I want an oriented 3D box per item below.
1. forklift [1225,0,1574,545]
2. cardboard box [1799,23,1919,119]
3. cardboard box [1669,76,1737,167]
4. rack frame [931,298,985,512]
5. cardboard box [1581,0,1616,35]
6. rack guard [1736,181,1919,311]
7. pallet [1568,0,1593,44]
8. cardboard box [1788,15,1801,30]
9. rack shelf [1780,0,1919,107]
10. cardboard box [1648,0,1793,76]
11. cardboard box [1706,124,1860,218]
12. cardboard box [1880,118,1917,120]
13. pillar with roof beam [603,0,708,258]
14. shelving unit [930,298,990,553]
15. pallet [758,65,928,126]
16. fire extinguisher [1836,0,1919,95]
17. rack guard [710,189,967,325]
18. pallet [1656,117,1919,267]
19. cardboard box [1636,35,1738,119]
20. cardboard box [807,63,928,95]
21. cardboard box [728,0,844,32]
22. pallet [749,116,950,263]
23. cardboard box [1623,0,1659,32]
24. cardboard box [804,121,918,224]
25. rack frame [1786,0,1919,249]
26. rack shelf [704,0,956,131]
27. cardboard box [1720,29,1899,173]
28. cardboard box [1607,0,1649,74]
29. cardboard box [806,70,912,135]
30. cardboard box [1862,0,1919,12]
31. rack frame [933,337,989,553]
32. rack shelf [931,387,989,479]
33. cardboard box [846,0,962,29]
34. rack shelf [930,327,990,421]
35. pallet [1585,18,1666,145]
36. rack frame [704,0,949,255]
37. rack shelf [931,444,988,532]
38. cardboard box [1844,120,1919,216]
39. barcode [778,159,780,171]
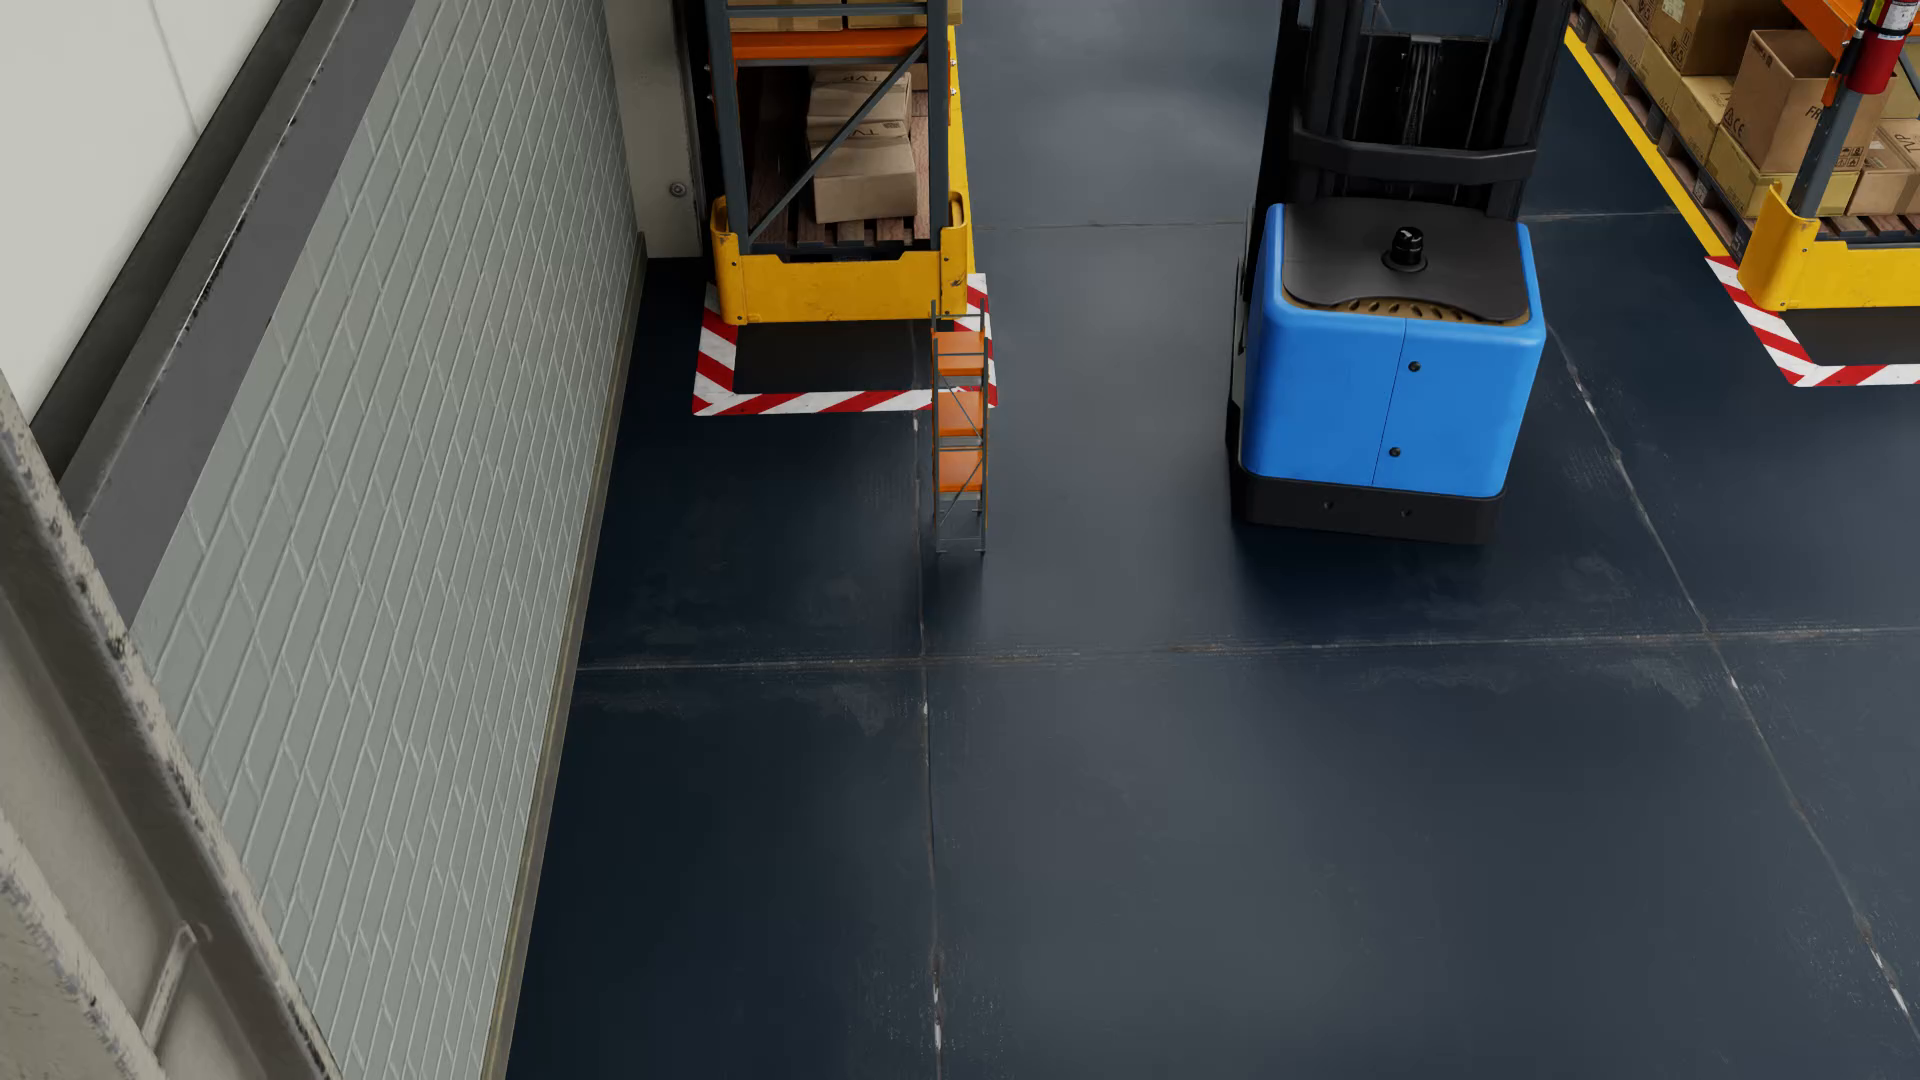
[{"bbox_3d":[1.846,-2.060,6.829,1.130,2.935,3.031,6,43,7],"label":"forklift"},{"bbox_3d":[4.572,-2.470,8.394,0.500,0.500,0.500,-2,43,-2],"label":"cardboard box"},{"bbox_3d":[4.045,-2.179,8.631,0.500,0.250,0.500,-2,43,-2],"label":"cardboard box"},{"bbox_3d":[-0.007,-0.506,6.525,0.200,1.050,0.008,-2,43,-2],"label":"rack frame"},{"bbox_3d":[3.975,-3.191,9.736,0.500,0.250,0.500,-2,43,-2],"label":"cardboard box"},{"bbox_3d":[4.397,-1.409,7.917,1.175,0.500,0.348,-2,43,-2],"label":"rack guard"},{"bbox_3d":[4.218,-3.481,10.392,1.003,0.211,1.213,-2,43,-2],"label":"pallet"},{"bbox_3d":[4.538,-2.807,8.762,0.500,0.500,0.500,-2,43,-2],"label":"cardboard box"},{"bbox_3d":[4.311,-3.432,8.806,1.077,0.370,4.000,-2,43,-2],"label":"rack shelf"},{"bbox_3d":[4.019,-2.793,8.746,0.500,0.500,0.500,-2,43,-2],"label":"cardboard box"},{"bbox_3d":[4.078,-1.842,8.263,0.500,0.250,0.500,-2,43,-2],"label":"cardboard box"},{"bbox_3d":[4.570,-2.194,8.648,0.500,0.250,0.500,-2,43,-2],"label":"cardboard box"},{"bbox_3d":[2.854,-4.985,5.529,9.100,9.000,0.400,-2,43,-2],"label":"pillar with roof beam"},{"bbox_3d":[-0.002,-0.423,6.435,0.215,1.050,0.252,-2,43,-2],"label":"shelving unit"},{"bbox_3d":[-0.605,-2.597,9.427,1.003,0.211,1.213,-2,43,-2],"label":"pallet"},{"bbox_3d":[3.937,-2.225,7.015,0.296,0.674,0.183,-2,43,-2],"label":"fire extinguisher"},{"bbox_3d":[-0.557,-1.332,7.833,1.175,0.500,0.348,-2,43,-2],"label":"rack guard"},{"bbox_3d":[4.321,-1.834,8.594,1.003,0.211,1.213,-2,43,-2],"label":"pallet"},{"bbox_3d":[4.022,-2.516,8.999,0.500,0.250,0.500,-2,43,-2],"label":"cardboard box"},{"bbox_3d":[-0.498,-2.794,9.103,0.700,0.500,0.500,-4,43,-4],"label":"cardboard box"},{"bbox_3d":[-0.767,-2.464,7.315,0.500,0.250,0.500,-1,43,-1],"label":"cardboard box"},{"bbox_3d":[-0.556,-1.775,8.530,1.003,0.211,1.213,-2,43,-2],"label":"pallet"},{"bbox_3d":[3.999,-3.130,9.114,0.500,0.500,0.500,-2,43,-2],"label":"cardboard box"},{"bbox_3d":[-0.493,-1.843,8.205,0.500,0.311,0.500,-6,43,-7],"label":"cardboard box"},{"bbox_3d":[4.396,-2.347,7.090,1.000,3.000,0.127,-2,43,-2],"label":"rack frame"},{"bbox_3d":[-0.638,-3.287,8.649,1.077,0.370,4.000,-2,43,-2],"label":"rack shelf"},{"bbox_3d":[4.076,-2.118,8.010,0.500,0.500,0.500,-2,43,-2],"label":"cardboard box"},{"bbox_3d":[4.002,-2.854,9.368,0.500,0.250,0.500,-2,43,-2],"label":"cardboard box"},{"bbox_3d":[-0.517,-2.228,8.625,0.500,0.311,0.500,2,43,2],"label":"cardboard box"},{"bbox_3d":[4.389,-2.699,7.401,0.700,0.500,0.500,-2,43,-2],"label":"cardboard box"},{"bbox_3d":[0.003,-0.341,6.345,0.200,1.050,0.008,-2,43,-2],"label":"rack frame"},{"bbox_3d":[-0.002,-0.415,6.442,0.215,0.259,0.240,-2,43,-2],"label":"rack shelf"},{"bbox_3d":[-0.257,-2.493,7.346,0.500,0.250,0.500,-3,43,-3],"label":"cardboard box"},{"bbox_3d":[-0.002,-0.625,6.250,0.215,0.259,0.240,-2,43,-2],"label":"rack shelf"},{"bbox_3d":[4.273,-2.656,9.491,1.003,0.211,1.213,-2,43,-2],"label":"pallet"},{"bbox_3d":[-0.553,-2.202,6.933,1.000,3.000,0.127,-2,43,-2],"label":"rack frame"},{"bbox_3d":[-0.002,-0.210,6.630,0.215,0.259,0.240,-2,43,-2],"label":"rack shelf"},{"bbox_3d":[4.595,-1.856,8.279,0.500,0.250,0.500,-2,43,-2],"label":"cardboard box"},{"bbox_3d":[-0.893,-1.847,8.203,0.001,0.075,0.075,-2,43,-2],"label":"barcode"}]
